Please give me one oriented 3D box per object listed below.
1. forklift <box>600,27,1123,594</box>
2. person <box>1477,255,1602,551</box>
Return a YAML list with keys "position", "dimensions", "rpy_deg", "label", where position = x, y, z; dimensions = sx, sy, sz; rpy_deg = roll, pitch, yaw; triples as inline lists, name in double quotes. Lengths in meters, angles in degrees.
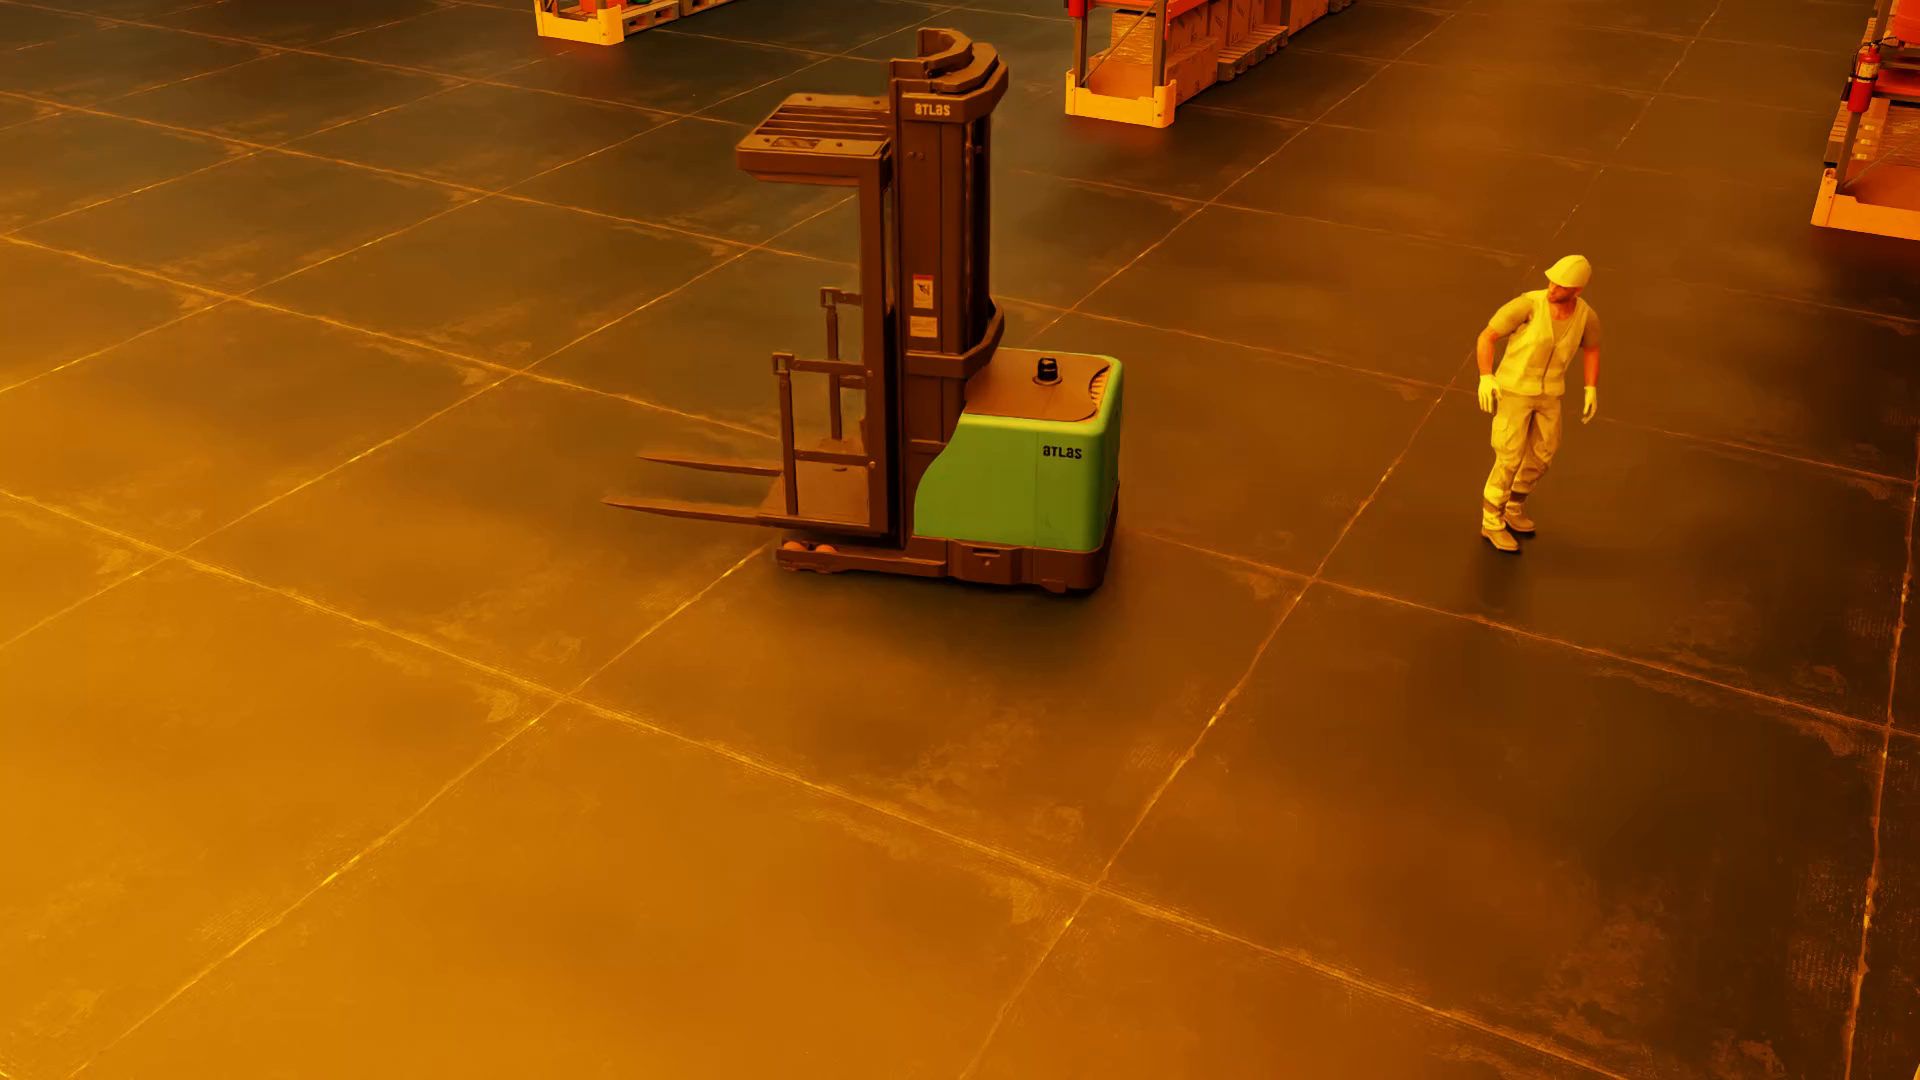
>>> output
- position: [-0.606, -1.323, 9.363]
  dimensions: [3.031, 2.935, 1.130]
  rpy_deg: [6, 30, 10]
  label: "forklift"
- position: [3.365, -0.809, 9.644]
  dimensions: [0.757, 1.761, 0.506]
  rpy_deg: [-6, 31, -11]
  label: "person"
